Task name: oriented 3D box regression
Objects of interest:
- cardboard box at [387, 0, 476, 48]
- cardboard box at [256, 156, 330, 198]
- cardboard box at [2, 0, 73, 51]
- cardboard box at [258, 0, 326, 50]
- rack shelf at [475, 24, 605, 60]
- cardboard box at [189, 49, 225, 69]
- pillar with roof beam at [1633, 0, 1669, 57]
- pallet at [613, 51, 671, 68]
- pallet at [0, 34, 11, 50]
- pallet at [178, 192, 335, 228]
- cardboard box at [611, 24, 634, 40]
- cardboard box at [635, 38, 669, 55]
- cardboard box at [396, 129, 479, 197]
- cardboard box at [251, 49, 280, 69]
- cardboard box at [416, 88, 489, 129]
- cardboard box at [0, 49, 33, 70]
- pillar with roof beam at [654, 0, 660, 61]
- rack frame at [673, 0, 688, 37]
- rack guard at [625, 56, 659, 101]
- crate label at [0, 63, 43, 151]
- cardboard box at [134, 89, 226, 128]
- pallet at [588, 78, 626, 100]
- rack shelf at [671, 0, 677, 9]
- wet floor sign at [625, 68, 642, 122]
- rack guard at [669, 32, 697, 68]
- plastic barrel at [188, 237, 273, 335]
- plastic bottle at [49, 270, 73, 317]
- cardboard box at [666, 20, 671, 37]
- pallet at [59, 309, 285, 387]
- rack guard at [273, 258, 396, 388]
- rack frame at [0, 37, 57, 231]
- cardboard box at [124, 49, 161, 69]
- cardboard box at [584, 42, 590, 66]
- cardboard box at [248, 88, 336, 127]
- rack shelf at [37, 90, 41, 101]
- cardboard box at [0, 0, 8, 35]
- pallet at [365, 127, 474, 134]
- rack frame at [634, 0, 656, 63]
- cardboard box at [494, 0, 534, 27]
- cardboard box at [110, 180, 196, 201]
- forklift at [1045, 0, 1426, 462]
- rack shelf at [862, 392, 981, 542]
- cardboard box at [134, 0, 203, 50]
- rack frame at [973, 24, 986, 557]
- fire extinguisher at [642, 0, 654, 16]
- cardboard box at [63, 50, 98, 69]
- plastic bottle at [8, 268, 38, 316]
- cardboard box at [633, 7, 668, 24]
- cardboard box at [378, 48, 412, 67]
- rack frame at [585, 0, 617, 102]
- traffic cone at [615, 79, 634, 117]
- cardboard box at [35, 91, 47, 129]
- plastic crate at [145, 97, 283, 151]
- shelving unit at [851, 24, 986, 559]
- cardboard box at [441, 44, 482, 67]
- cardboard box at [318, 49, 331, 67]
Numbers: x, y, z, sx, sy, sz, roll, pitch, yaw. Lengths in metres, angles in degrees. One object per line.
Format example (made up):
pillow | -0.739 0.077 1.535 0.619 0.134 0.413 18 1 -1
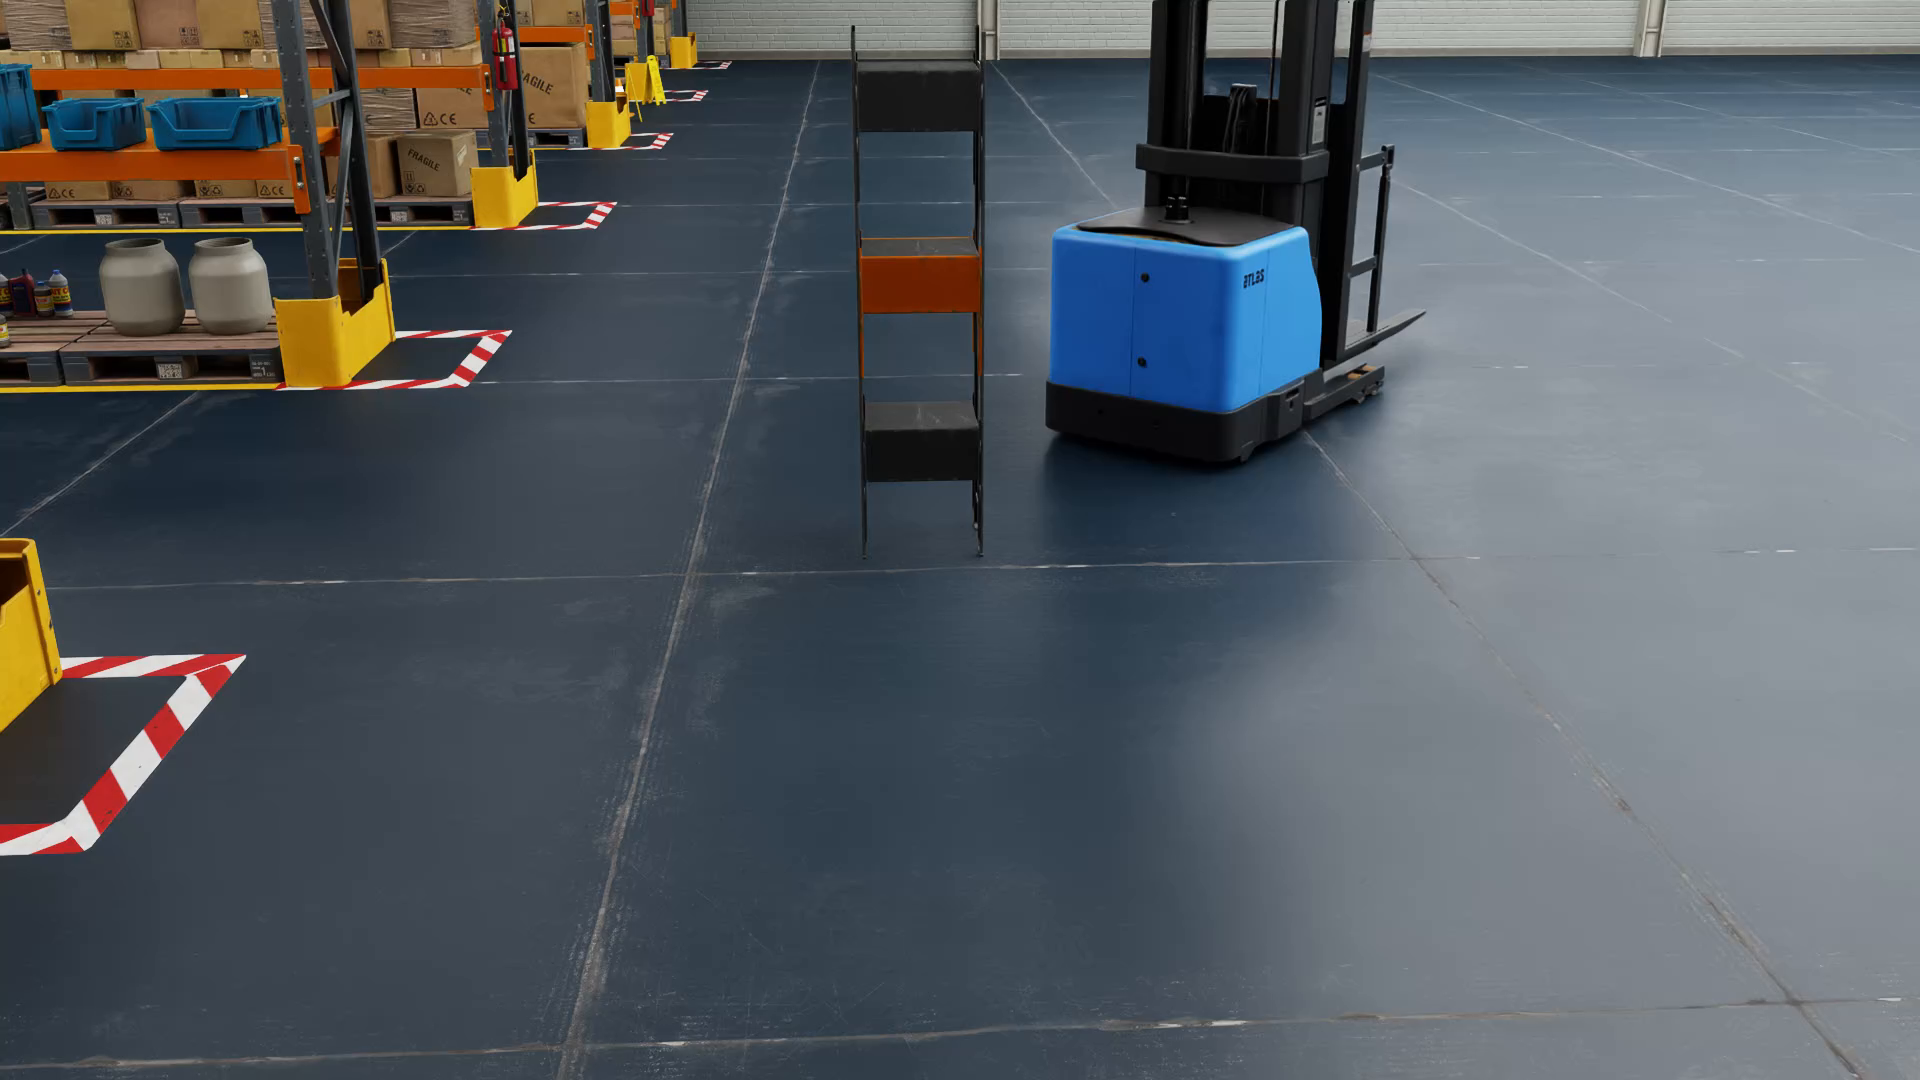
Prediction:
cardboard box | -4.440 -4.433 13.989 0.500 0.500 0.875 -1 21 -3
cardboard box | -5.735 -3.239 14.337 0.500 0.500 0.500 1 21 2
cardboard box | -7.430 -4.340 13.746 0.500 0.500 0.875 -1 21 -3
cardboard box | -5.434 -4.385 13.864 0.500 0.500 0.875 -1 21 -3
rack shelf | -6.068 -5.636 18.718 4.000 0.370 1.077 -1 21 -3
cardboard box | -6.154 -3.982 13.718 0.250 0.149 0.380 -1 21 -3
pillar with roof beam | 12.728 -11.478 24.621 0.400 9.000 9.100 -1 21 -3
pallet | -5.503 -8.198 28.358 1.213 0.211 1.003 -1 21 -3
pallet | -8.654 -4.114 13.979 1.213 0.211 1.003 -1 21 -3
pallet | -5.993 -2.916 14.483 1.213 0.211 1.003 -1 21 -3
cardboard box | -5.712 -8.549 27.932 0.500 0.250 0.500 -1 21 -4
cardboard box | -5.193 -8.321 28.036 0.500 0.250 0.500 -1 21 -3
cardboard box | -4.514 -3.270 14.416 0.500 0.500 0.500 3 21 7
cardboard box | -5.654 -3.984 13.723 0.250 0.149 0.380 -1 21 -3
cardboard box | -5.623 -5.160 18.854 0.875 0.875 0.875 -1 21 -4
cardboard box | -7.651 -3.947 13.626 0.250 0.149 0.380 -1 21 -3
pillar with roof beam | -5.243 -11.112 23.661 0.400 9.000 9.100 -1 21 -3
rack frame | -4.742 -9.532 27.941 0.127 3.000 1.000 -1 21 -3
rack guard | -4.531 -6.599 23.751 0.348 0.500 1.175 -1 21 -3
crate label | -5.429 -2.372 9.086 0.616 0.435 0.502 -1 21 -3
cardboard box | -8.680 -5.031 18.692 0.750 0.750 1.050 -1 21 -3
pallet | -5.344 -6.460 23.792 1.213 0.211 1.003 -1 21 -3
rack shelf | -6.739 -9.155 27.963 4.000 0.370 1.077 -1 21 -3
wet floor sign | -4.156 -5.616 20.965 0.232 0.644 0.267 -5 21 -12
rack guard | -4.718 -8.364 28.387 0.348 0.500 1.175 -1 21 -3
plastic barrel | -4.259 -1.482 9.704 0.421 0.512 0.421 0 21 0
plastic bottle | -5.434 -1.493 10.044 0.097 0.271 0.097 0 21 0
cardboard box | -5.223 -8.741 28.436 0.500 0.250 0.500 -1 21 -2
pallet | -4.491 -1.153 9.852 1.213 0.211 1.003 -1 21 -3
rack guard | -3.680 -1.302 9.839 0.348 0.500 1.175 -1 21 -3
rack frame | -7.883 -4.167 13.850 0.127 3.000 1.000 -1 21 -3
cardboard box | -6.652 -3.961 13.663 0.250 0.149 0.380 -1 21 -3
cardboard box | -5.240 -6.921 23.305 0.500 0.500 0.500 -1 21 -3
cardboard box | -7.433 -5.122 18.755 0.875 0.875 0.875 -1 21 -2
rack shelf | -9.880 -3.790 13.872 4.000 0.370 1.077 -1 21 -3
cardboard box | -8.684 -4.677 13.757 1.000 1.000 1.000 -1 21 -3
pallet | -6.080 -4.641 19.015 1.213 0.211 1.003 -1 21 -3
rack frame | -4.455 -7.769 23.310 0.127 3.000 1.000 -1 21 -3
cardboard box | -4.987 -6.040 18.559 0.550 0.550 0.875 -1 21 -3
cardboard box | -6.910 -3.203 14.242 0.500 0.500 0.500 5 22 14
forklift | 1.702 -2.204 8.791 1.130 2.935 3.031 14 25 33
rack shelf | -0.165 -0.311 6.992 0.480 0.518 0.431 -1 21 -3
cardboard box | -6.435 -4.384 13.860 0.500 0.500 0.875 -1 21 -3
rack frame | 0.078 -0.983 6.752 0.015 2.100 0.400 -1 21 -3
fire extinguisher | -4.314 -7.571 22.900 0.183 0.674 0.296 -1 21 -3
cardboard box | -7.153 -3.963 13.666 0.250 0.149 0.380 -1 21 -3
plastic bottle | -5.662 -1.501 10.047 0.133 0.283 0.061 -1 21 -2
cardboard box | -5.184 -8.790 27.862 0.500 0.250 0.500 0 21 -1
cardboard box | -4.658 -4.024 13.827 0.250 0.149 0.380 -1 21 -3
rack frame | -4.072 -6.012 18.697 0.127 3.000 1.000 -1 21 -3
traffic cone | -4.408 -5.729 21.517 0.334 0.463 0.336 -1 21 -3
cardboard box | -10.573 -4.994 18.594 0.750 0.750 1.050 -1 21 -2
plastic crate | -4.089 -2.303 9.163 0.616 0.251 0.499 -1 21 -3
shelving unit | -0.165 -0.978 6.739 0.503 2.100 0.431 -1 21 -3
cardboard box | -4.162 -4.052 13.901 0.250 0.149 0.380 -1 21 -3
cardboard box | -5.161 -4.034 13.853 0.250 0.149 0.380 -1 21 -3
